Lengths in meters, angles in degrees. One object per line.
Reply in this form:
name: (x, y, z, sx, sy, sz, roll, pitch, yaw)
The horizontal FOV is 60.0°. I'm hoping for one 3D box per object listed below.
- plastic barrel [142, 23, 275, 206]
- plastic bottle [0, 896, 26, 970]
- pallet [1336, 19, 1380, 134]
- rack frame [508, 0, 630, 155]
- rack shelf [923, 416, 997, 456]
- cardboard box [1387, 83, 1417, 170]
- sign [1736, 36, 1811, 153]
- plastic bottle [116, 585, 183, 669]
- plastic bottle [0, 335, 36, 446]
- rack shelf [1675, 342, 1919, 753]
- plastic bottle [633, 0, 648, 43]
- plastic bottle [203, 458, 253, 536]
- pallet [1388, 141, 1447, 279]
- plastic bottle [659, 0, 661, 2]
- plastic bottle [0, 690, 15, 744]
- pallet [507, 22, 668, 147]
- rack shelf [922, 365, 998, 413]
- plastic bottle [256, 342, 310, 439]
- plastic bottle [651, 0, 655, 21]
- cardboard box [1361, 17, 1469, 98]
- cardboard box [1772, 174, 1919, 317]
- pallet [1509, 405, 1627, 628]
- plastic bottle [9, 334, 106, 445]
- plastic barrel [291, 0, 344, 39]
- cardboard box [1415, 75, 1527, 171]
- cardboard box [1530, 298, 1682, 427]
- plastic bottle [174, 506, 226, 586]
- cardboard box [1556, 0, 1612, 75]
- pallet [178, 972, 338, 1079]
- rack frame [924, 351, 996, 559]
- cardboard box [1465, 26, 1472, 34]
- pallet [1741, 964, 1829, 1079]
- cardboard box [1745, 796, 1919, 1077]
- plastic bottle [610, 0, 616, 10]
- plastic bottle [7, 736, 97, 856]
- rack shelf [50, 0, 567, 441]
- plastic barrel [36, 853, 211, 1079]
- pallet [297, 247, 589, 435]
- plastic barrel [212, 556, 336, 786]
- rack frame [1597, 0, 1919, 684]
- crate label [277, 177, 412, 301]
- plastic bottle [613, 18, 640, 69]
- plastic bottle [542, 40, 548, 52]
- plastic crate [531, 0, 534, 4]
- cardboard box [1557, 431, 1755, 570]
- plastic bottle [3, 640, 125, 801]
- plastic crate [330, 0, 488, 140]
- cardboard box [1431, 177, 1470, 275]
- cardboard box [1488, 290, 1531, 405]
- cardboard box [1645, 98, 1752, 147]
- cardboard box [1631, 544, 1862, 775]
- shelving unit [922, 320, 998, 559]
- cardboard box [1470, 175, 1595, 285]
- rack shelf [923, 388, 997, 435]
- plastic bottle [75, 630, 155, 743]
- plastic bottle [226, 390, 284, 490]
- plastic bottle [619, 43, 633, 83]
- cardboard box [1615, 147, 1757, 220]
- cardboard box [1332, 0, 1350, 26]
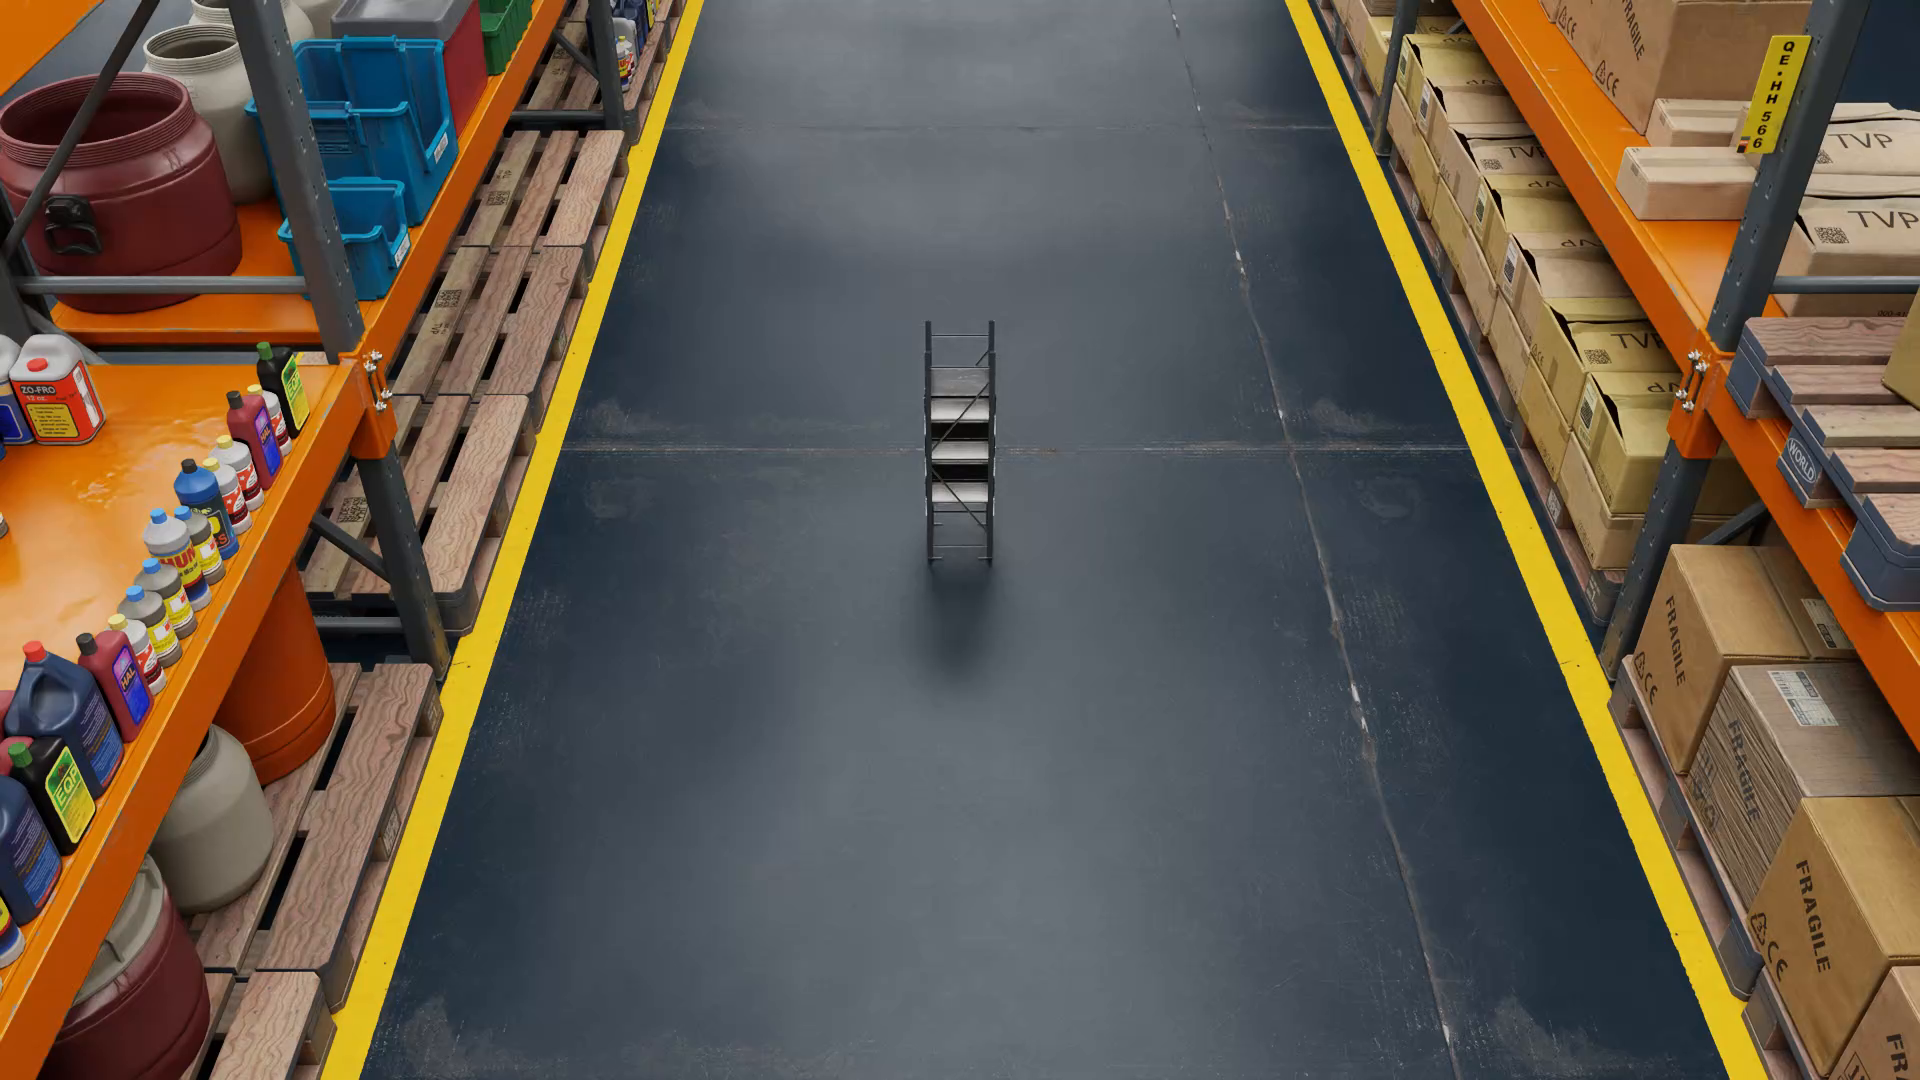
plastic barrel: (-2.468, -1.408, 5.519, 0.421, 0.512, 0.421, 0, 39, 0)
plastic bottle: (-1.843, 0.683, 3.102, 0.097, 0.271, 0.097, 0, 39, 0)
pallet: (2.736, -2.633, 9.367, 1.003, 0.211, 1.213, 0, 39, 0)
rack frame: (-2.258, -3.223, 7.873, 1.000, 3.000, 0.127, 0, 39, 0)
rack shelf: (0.000, -0.390, 5.927, 0.258, 0.077, 0.200, 0, 39, 0)
cardboard box: (2.448, -2.063, 8.288, 0.500, 0.250, 0.500, -1, 39, -1)
sign: (2.145, -1.172, 4.388, 0.100, 0.325, 0.005, 0, 39, 0)
plastic bottle: (-1.844, 0.190, 3.773, 0.097, 0.201, 0.097, 0, 39, 0)
plastic bottle: (-2.576, -0.402, 4.452, 0.152, 0.276, 0.135, 0, 39, 0)
rack shelf: (2.702, 0.809, 3.417, 1.077, 0.370, 4.000, 0, 39, 0)
plastic bottle: (-1.844, -2.984, 9.341, 0.144, 0.351, 0.185, -2, 39, -2)
plastic bottle: (-1.844, -0.114, 4.152, 0.097, 0.201, 0.097, 0, 39, 0)
pallet: (2.735, -1.675, 8.172, 1.003, 0.211, 1.213, 0, 39, 0)
plastic bottle: (-1.845, -3.366, 9.818, 0.144, 0.351, 0.185, 1, 39, 2)
plastic bottle: (-1.969, 0.407, 3.437, 0.061, 0.283, 0.133, 0, 39, 0)
pallet: (-2.217, -2.555, 9.269, 1.003, 0.211, 1.213, 0, 39, 0)
rack shelf: (0.000, -0.531, 5.814, 0.258, 0.077, 0.200, 0, 39, 0)
plastic bottle: (-1.826, -0.423, 4.473, 0.061, 0.283, 0.133, 0, 39, 0)
plastic bottle: (-1.821, -3.103, 9.609, 0.097, 0.201, 0.097, 0, 39, 0)
cardboard box: (2.476, -2.605, 8.965, 0.500, 0.250, 0.500, 0, 39, 0)
cardboard box: (2.743, -0.915, 5.065, 0.500, 0.311, 0.500, 2, 39, 3)
pallet: (2.738, -0.149, 6.268, 1.003, 0.211, 1.213, 0, 39, 0)
plastic bottle: (-2.424, -0.402, 4.453, 0.152, 0.276, 0.135, 0, 39, 0)
plastic barrel: (-2.475, -1.948, 6.174, 0.433, 0.535, 0.433, 0, 39, 0)
cardboard box: (2.442, -1.962, 7.714, 0.500, 0.311, 0.500, 0, 39, -1)
cardboard box: (2.446, -0.685, 6.120, 0.500, 0.311, 0.500, -1, 39, -1)
plastic bottle: (-1.844, 0.008, 4.000, 0.097, 0.201, 0.097, 0, 39, 0)
cardboard box: (2.681, -2.140, 6.442, 0.500, 0.500, 0.500, 0, 39, 0)
pallet: (-2.212, 1.621, 4.059, 1.003, 0.211, 1.213, 0, 39, 0)
rack frame: (0.000, -0.282, 5.883, 0.240, 0.900, 0.006, 0, 39, 0)
cardboard box: (2.998, -2.605, 8.965, 0.500, 0.250, 0.500, 0, 39, 0)
pallet: (2.661, 1.593, 4.093, 1.003, 0.211, 1.213, 0, 39, 0)
cardboard box: (2.416, 1.007, 4.242, 0.500, 0.500, 0.500, -1, 39, -1)
plastic bottle: (-1.965, -2.926, 9.332, 0.097, 0.271, 0.097, 0, 39, 0)
plastic bottle: (-1.825, 0.491, 3.333, 0.061, 0.283, 0.133, 0, 39, 0)
rack shelf: (-2.256, -1.691, 6.537, 1.077, 0.370, 4.000, 0, 39, 0)
plastic barrel: (-2.235, 1.068, 4.111, 0.600, 0.588, 0.708, 0, 39, 0)
pallet: (-2.214, -0.879, 7.178, 1.003, 0.211, 1.213, 0, 39, 0)
plastic barrel: (-2.236, 0.267, 4.917, 0.600, 0.830, 0.708, 0, 39, 0)
rack frame: (2.700, -0.723, 4.753, 1.000, 3.000, 0.127, 0, 39, 0)
crate label: (-1.879, -0.920, 5.133, 0.303, 0.233, 0.416, 0, 39, 0)
plastic bottle: (-1.848, -2.733, 9.088, 0.152, 0.276, 0.135, 1, 39, 2)
plastic bottle: (-2.399, -2.870, 9.259, 0.152, 0.276, 0.135, 0, 39, 0)
plastic crate: (-1.946, -2.527, 7.017, 0.392, 0.384, 0.575, 0, 39, 0)
cardboard box: (2.455, -0.142, 5.892, 0.500, 0.250, 0.500, 1, 39, 1)
plastic bottle: (-1.867, 0.365, 3.436, 0.144, 0.351, 0.185, 0, 39, 0)
plastic crate: (-1.949, -1.757, 5.993, 0.402, 0.464, 0.583, 0, 39, 0)
cardboard box: (2.451, -1.419, 7.485, 0.500, 0.250, 0.500, -1, 39, -1)
cardboard box: (2.454, -0.779, 6.687, 0.500, 0.250, 0.500, 1, 39, 1)
cardboard box: (2.642, -1.422, 5.827, 0.380, 0.149, 0.250, 3, 39, 3)
cardboard box: (2.415, 0.366, 5.042, 0.500, 0.500, 0.500, 2, 39, 2)
shelving unit: (0.000, -0.346, 5.962, 0.258, 0.900, 0.210, 0, 39, 0)
cardboard box: (2.450, -1.314, 6.905, 0.500, 0.311, 0.500, 1, 39, 1)
rack shelf: (0.000, -0.461, 5.871, 0.258, 0.077, 0.200, 0, 39, 0)
plastic bottle: (-1.825, 0.291, 3.581, 0.061, 0.283, 0.133, 0, 39, 0)
plastic bottle: (-1.826, -0.279, 4.293, 0.061, 0.283, 0.133, 0, 39, 0)
plastic bottle: (-1.820, -2.566, 8.939, 0.097, 0.201, 0.097, 0, 39, 0)
cardboard box: (2.423, -1.187, 5.533, 0.380, 0.149, 0.250, 0, 39, 0)
cardboard box: (2.470, -3.230, 9.745, 0.500, 0.250, 0.500, 0, 39, 0)
